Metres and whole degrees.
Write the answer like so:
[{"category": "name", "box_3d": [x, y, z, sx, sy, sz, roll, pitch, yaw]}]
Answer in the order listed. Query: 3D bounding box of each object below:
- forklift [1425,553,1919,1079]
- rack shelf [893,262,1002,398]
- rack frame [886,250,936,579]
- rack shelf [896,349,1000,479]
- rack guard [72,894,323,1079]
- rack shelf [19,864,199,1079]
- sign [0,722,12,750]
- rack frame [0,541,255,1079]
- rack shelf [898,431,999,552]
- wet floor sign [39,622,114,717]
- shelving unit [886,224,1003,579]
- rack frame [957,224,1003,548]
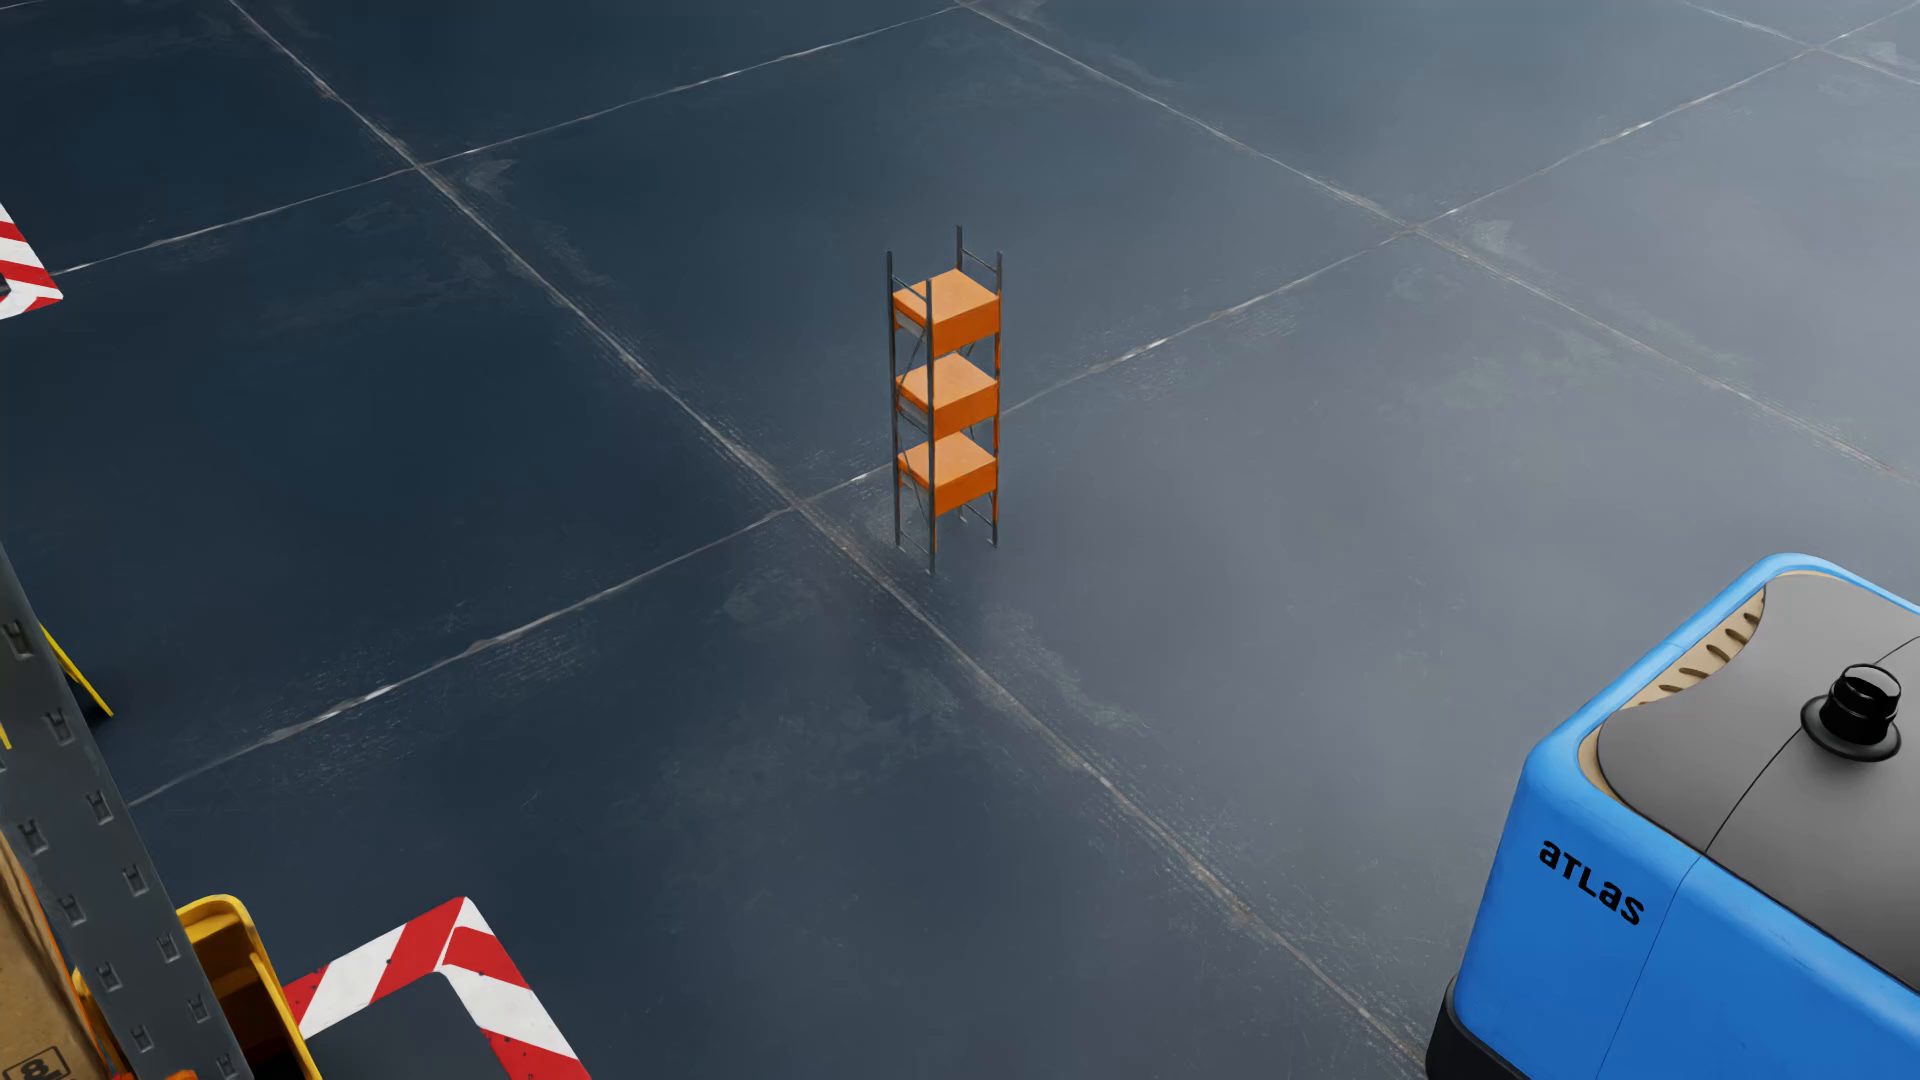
[{"category": "forklift", "box_3d": [2.381, 0.605, 2.201, 1.130, 2.935, 3.031, -29, 47, -30]}, {"category": "rack shelf", "box_3d": [-0.042, -0.596, 4.719, 0.240, 0.259, 0.215, -26, 46, -28]}, {"category": "rack frame", "box_3d": [-0.139, -0.338, 4.834, 0.008, 1.050, 0.200, -26, 46, -28]}, {"category": "rack shelf", "box_3d": [-0.042, -0.377, 4.899, 0.240, 0.259, 0.215, -26, 46, -28]}, {"category": "rack guard", "box_3d": [-1.341, 1.291, 3.282, 0.348, 0.500, 1.175, -26, 46, -28]}, {"category": "rack shelf", "box_3d": [-2.946, 1.385, 1.764, 4.000, 0.370, 1.077, -26, 46, -28]}, {"category": "sign", "box_3d": [-1.040, 0.073, 1.696, 0.005, 0.325, 0.100, -26, 46, -28]}, {"category": "rack frame", "box_3d": [-1.360, 0.334, 2.478, 0.127, 3.000, 1.000, -26, 46, -28]}, {"category": "rack shelf", "box_3d": [-0.042, -0.162, 5.075, 0.240, 0.259, 0.215, -26, 46, -28]}, {"category": "wet floor sign", "box_3d": [-2.544, 0.237, 4.452, 0.267, 0.644, 0.232, 30, 48, 31]}, {"category": "shelving unit", "box_3d": [-0.042, -0.385, 4.892, 0.252, 1.050, 0.215, -26, 46, -28]}, {"category": "rack frame", "box_3d": [0.054, -0.432, 4.949, 0.008, 1.050, 0.200, -26, 46, -28]}]
